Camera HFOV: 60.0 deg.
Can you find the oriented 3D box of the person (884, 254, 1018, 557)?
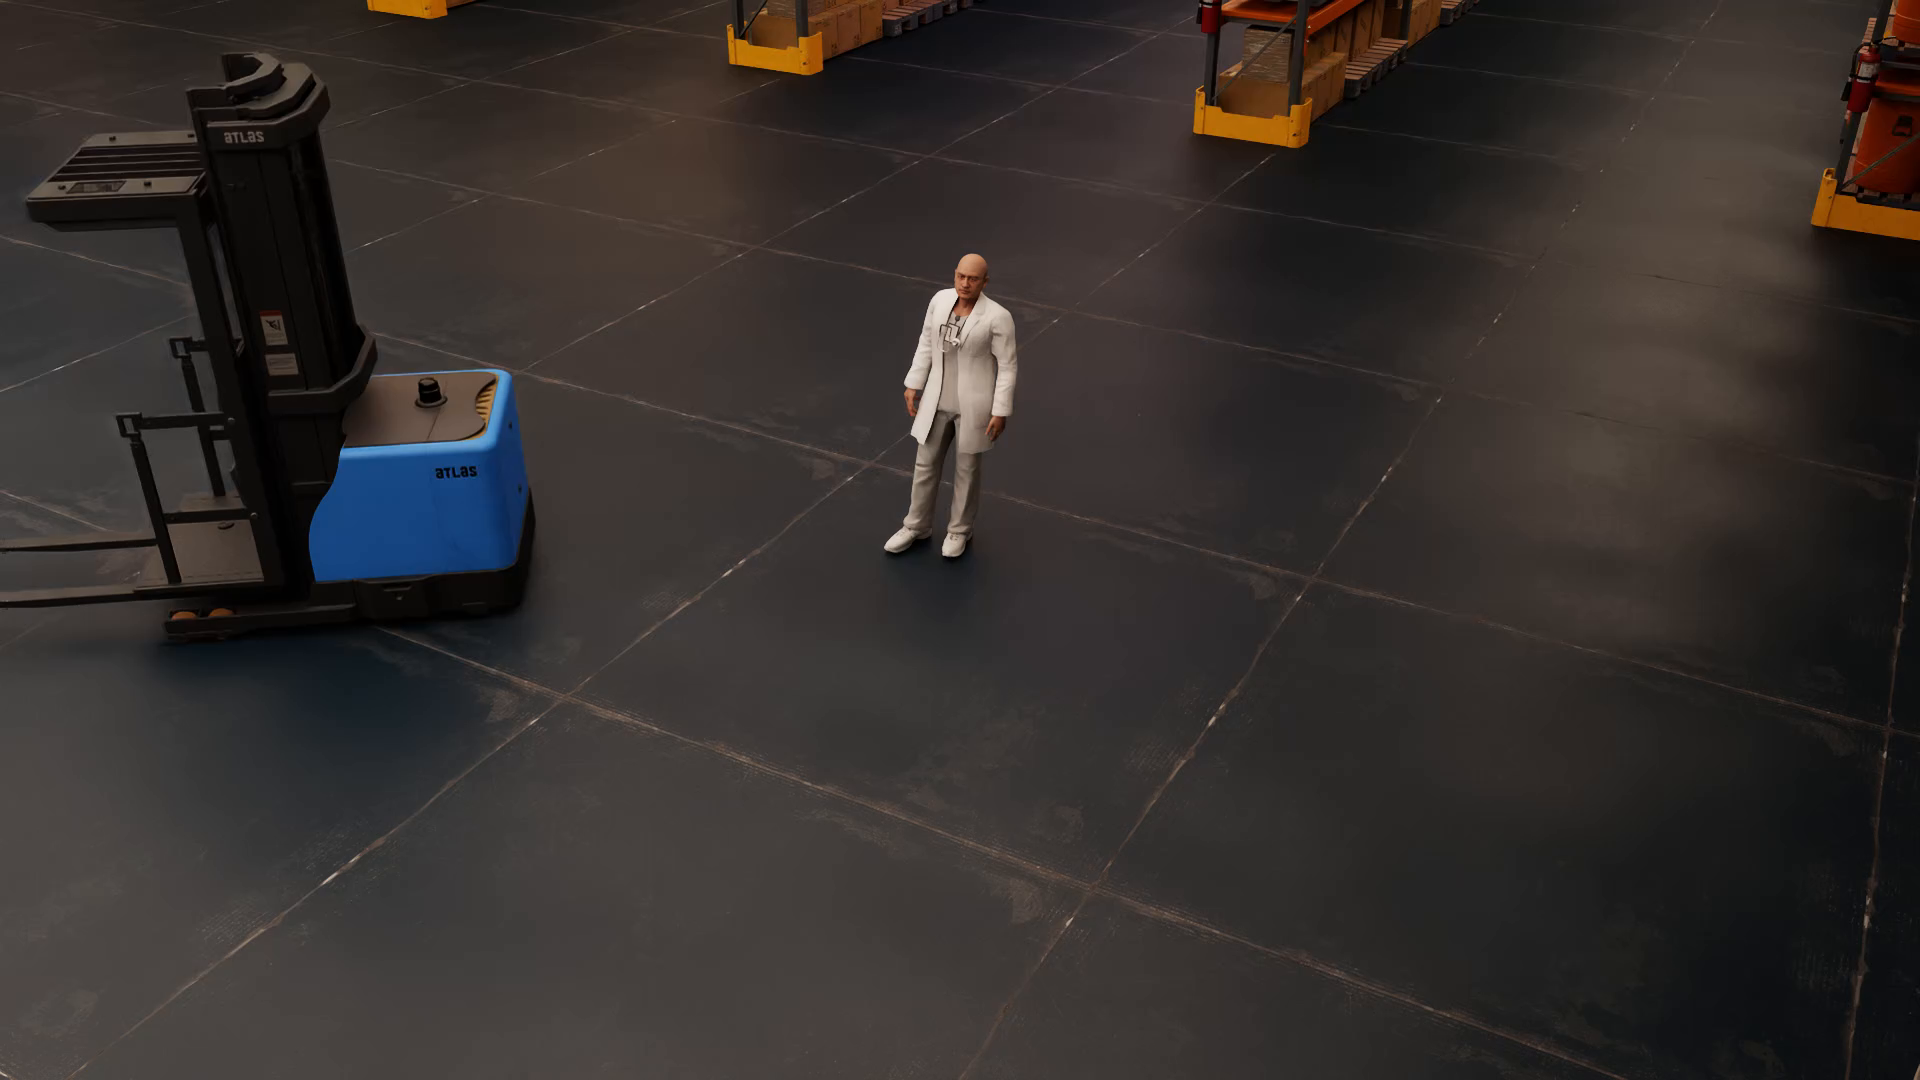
[{"bbox_3d":[-0.048,-0.737,9.487,0.696,1.777,0.578,15,33,25],"label":"person"}]

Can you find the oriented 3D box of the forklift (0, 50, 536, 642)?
[{"bbox_3d":[-4.003,-0.996,8.796,3.031,2.935,1.130,-4,30,-7],"label":"forklift"}]
